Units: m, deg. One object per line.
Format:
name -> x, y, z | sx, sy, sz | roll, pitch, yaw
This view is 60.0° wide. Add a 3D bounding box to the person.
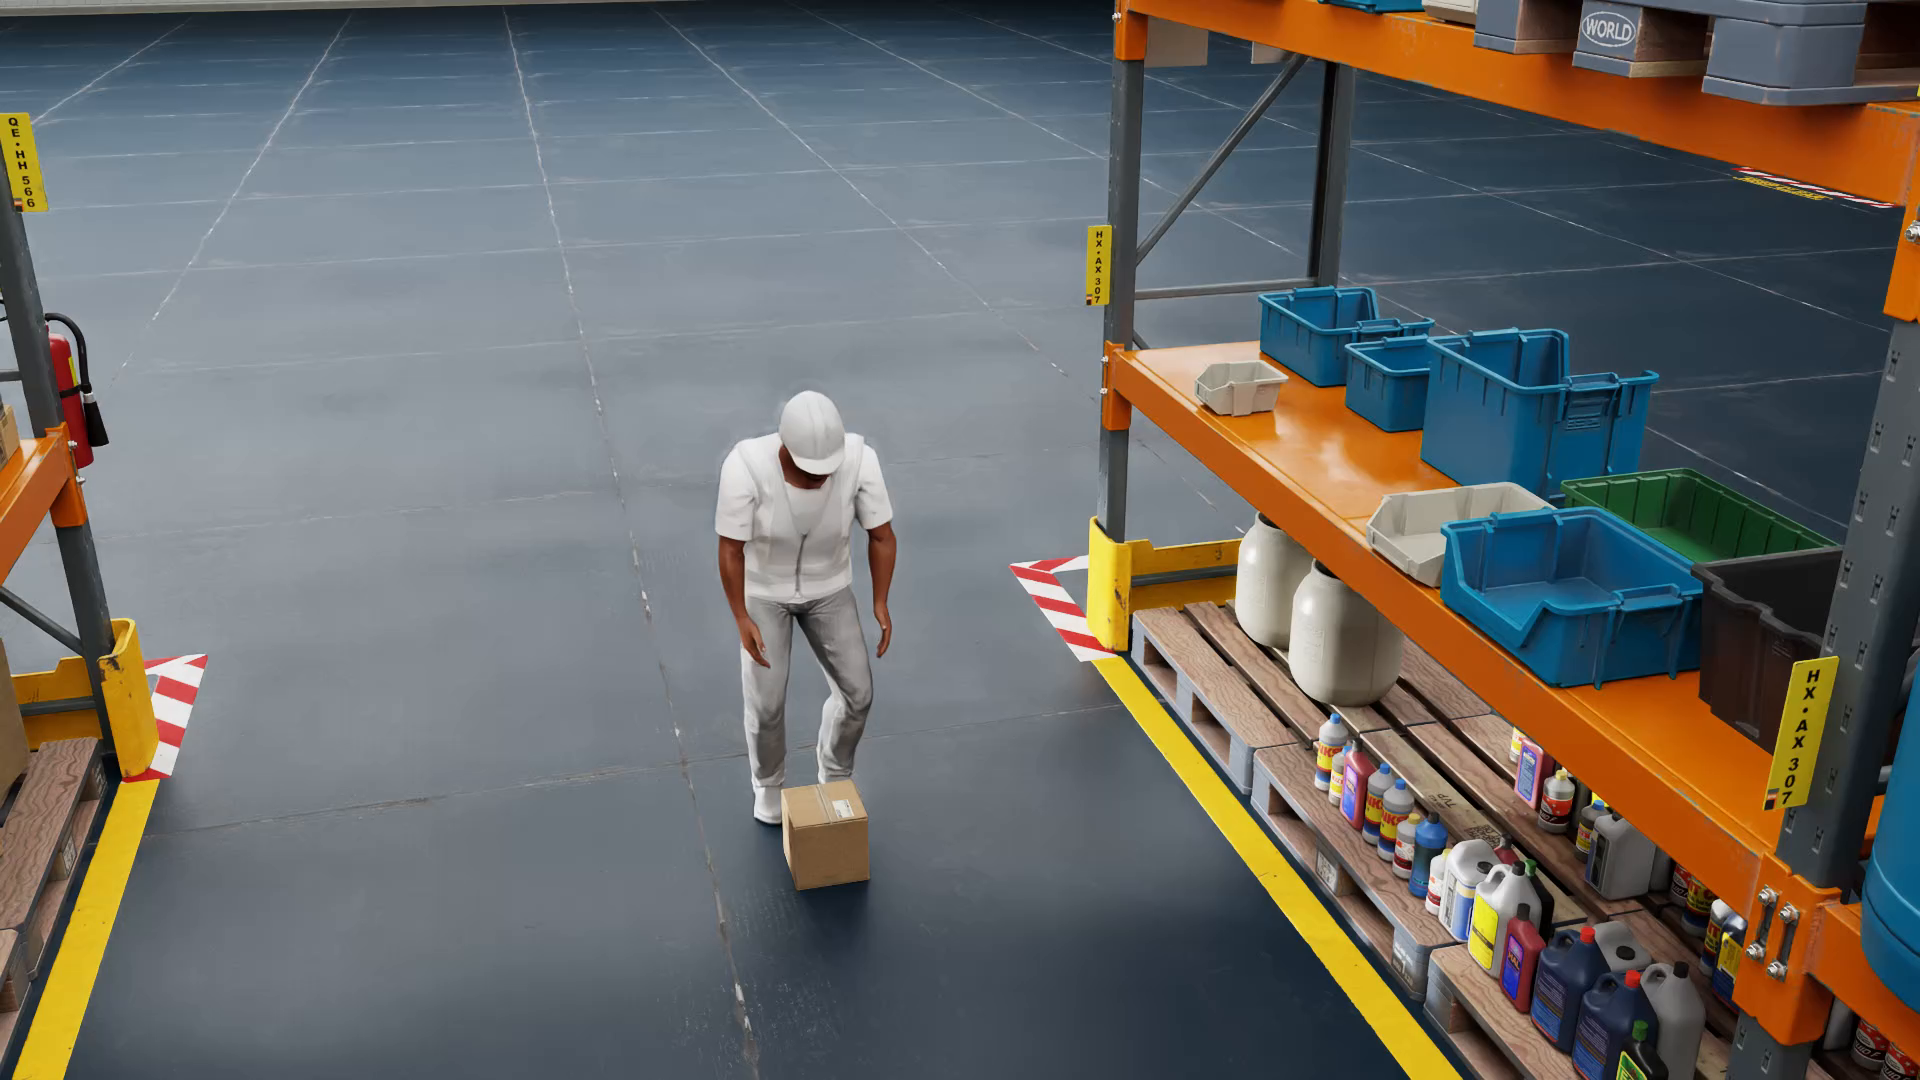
person -> -0.525, 0.210, 5.765 | 0.616, 1.614, 0.599 | -6, 23, -14
